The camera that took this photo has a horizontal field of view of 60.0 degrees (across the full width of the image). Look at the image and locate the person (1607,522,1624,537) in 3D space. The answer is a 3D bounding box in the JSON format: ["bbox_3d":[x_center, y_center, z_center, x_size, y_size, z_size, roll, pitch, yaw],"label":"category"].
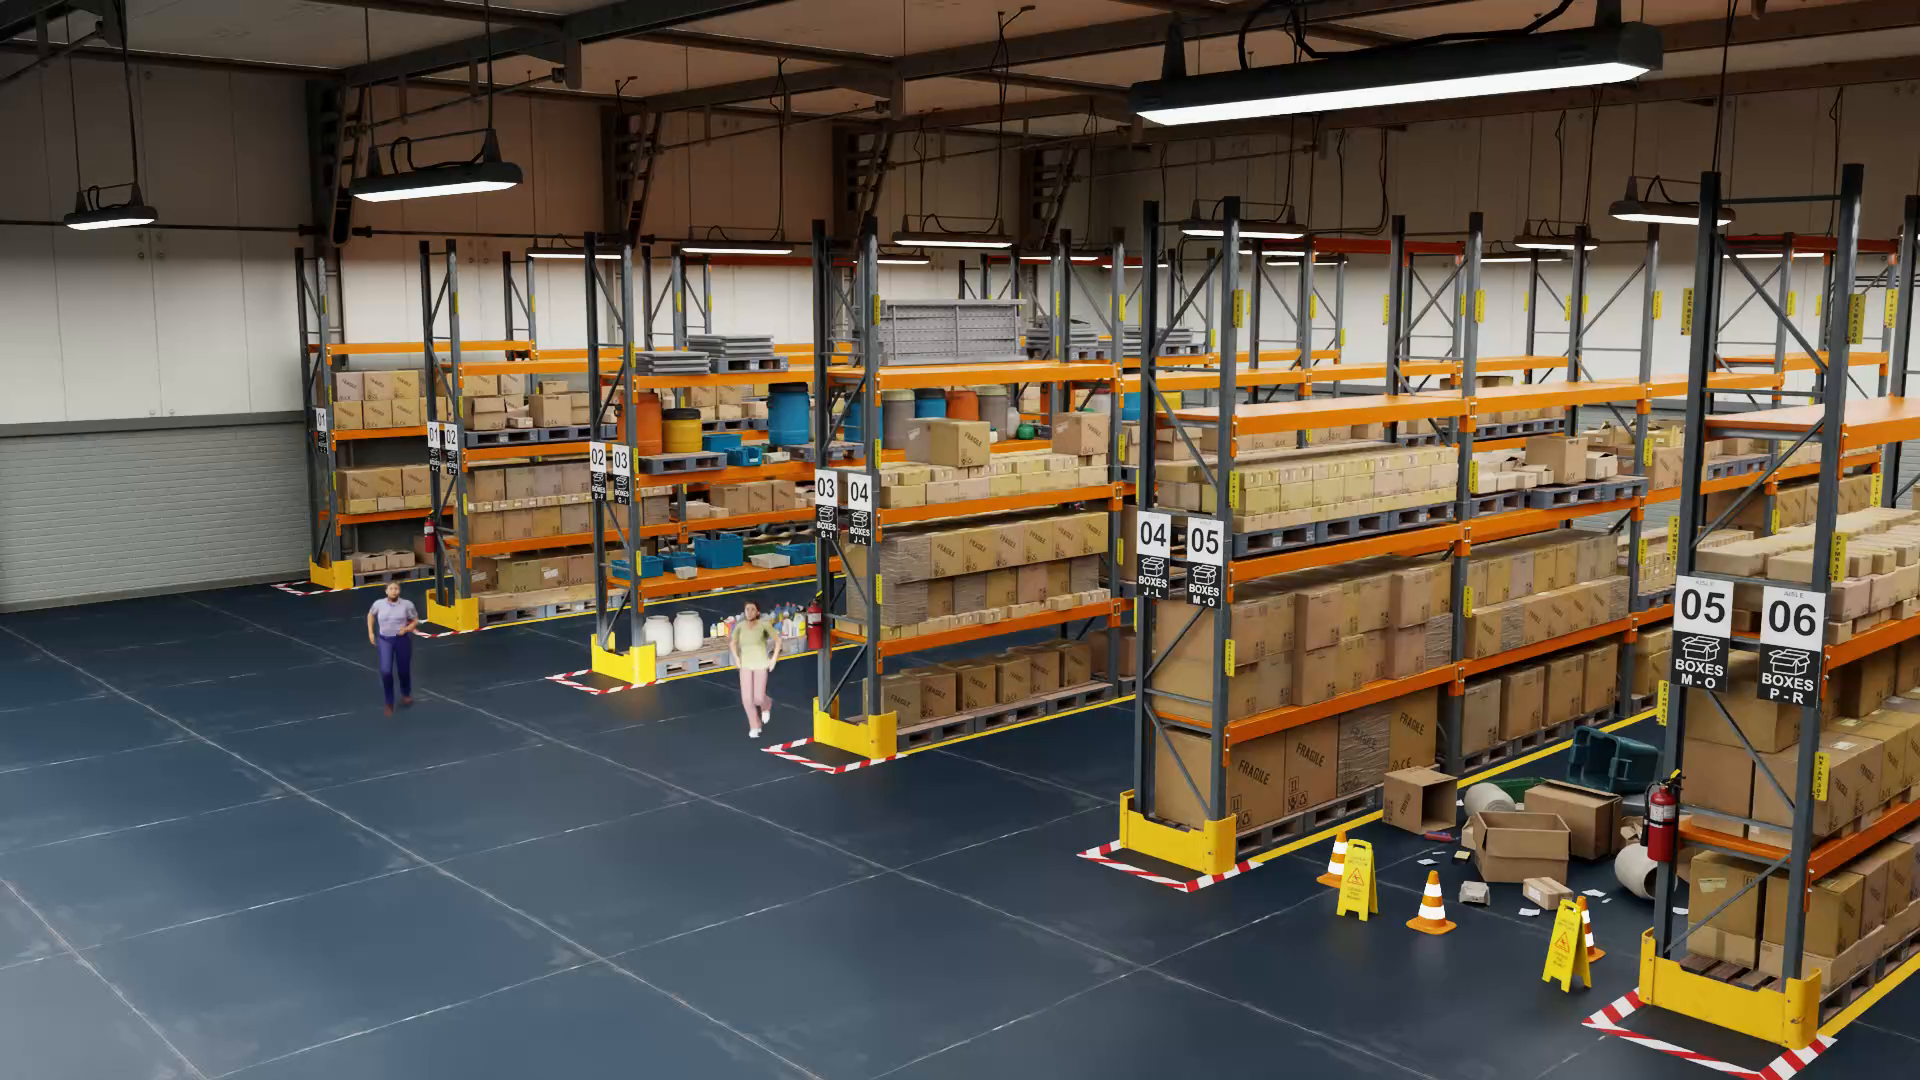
[{"bbox_3d":[10.287,0.529,26.143,0.600,1.662,0.632,-7,11,-38],"label":"person"}]

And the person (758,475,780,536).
[{"bbox_3d":[-3.816,-0.574,33.355,0.714,1.733,0.791,7,11,39],"label":"person"}]

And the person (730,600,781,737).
[{"bbox_3d":[-2.419,1.497,19.662,0.601,1.632,0.585,1,8,6],"label":"person"}]

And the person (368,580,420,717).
[{"bbox_3d":[-7.049,1.342,20.753,0.614,1.715,0.718,-3,9,-18],"label":"person"}]
